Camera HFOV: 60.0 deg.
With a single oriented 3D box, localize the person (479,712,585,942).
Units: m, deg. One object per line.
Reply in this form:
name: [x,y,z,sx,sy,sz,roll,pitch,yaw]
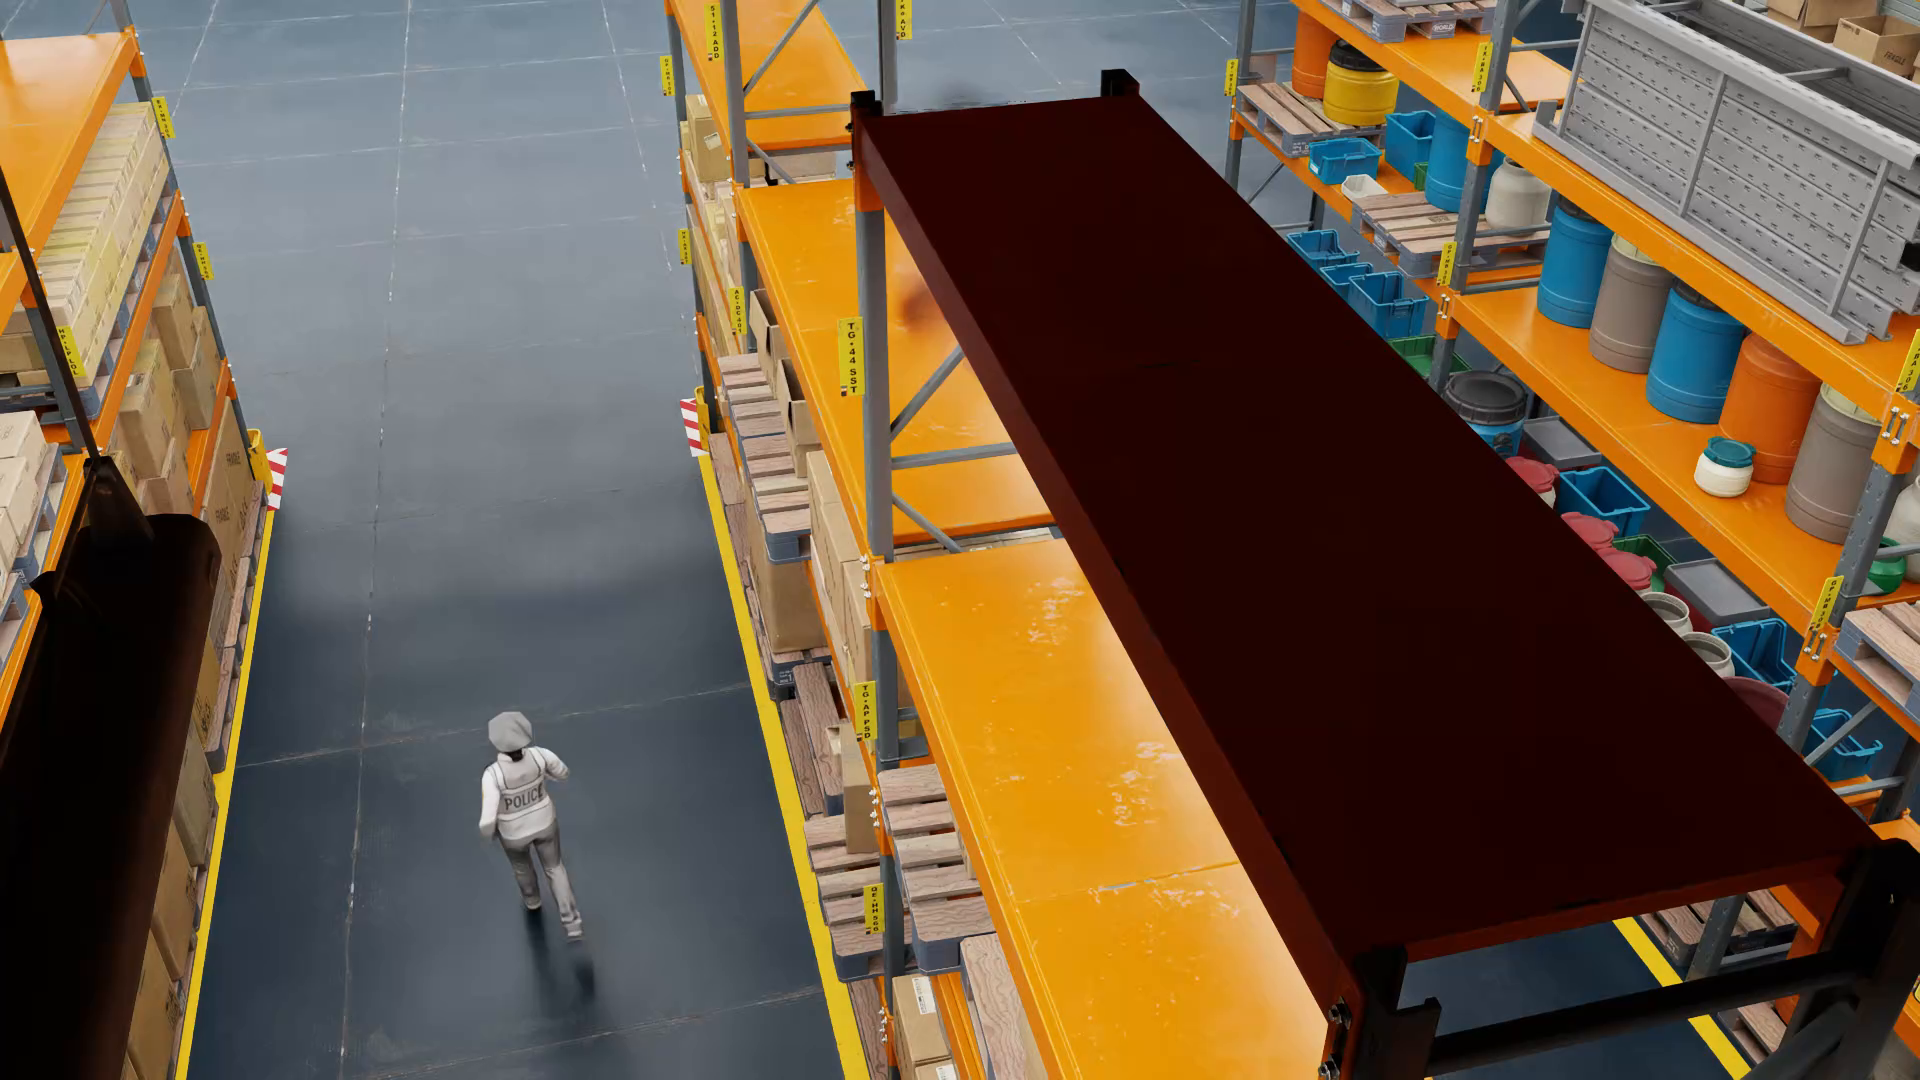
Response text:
person: [-2.595,1.743,10.034,0.629,1.676,0.873,-20,39,-26]
